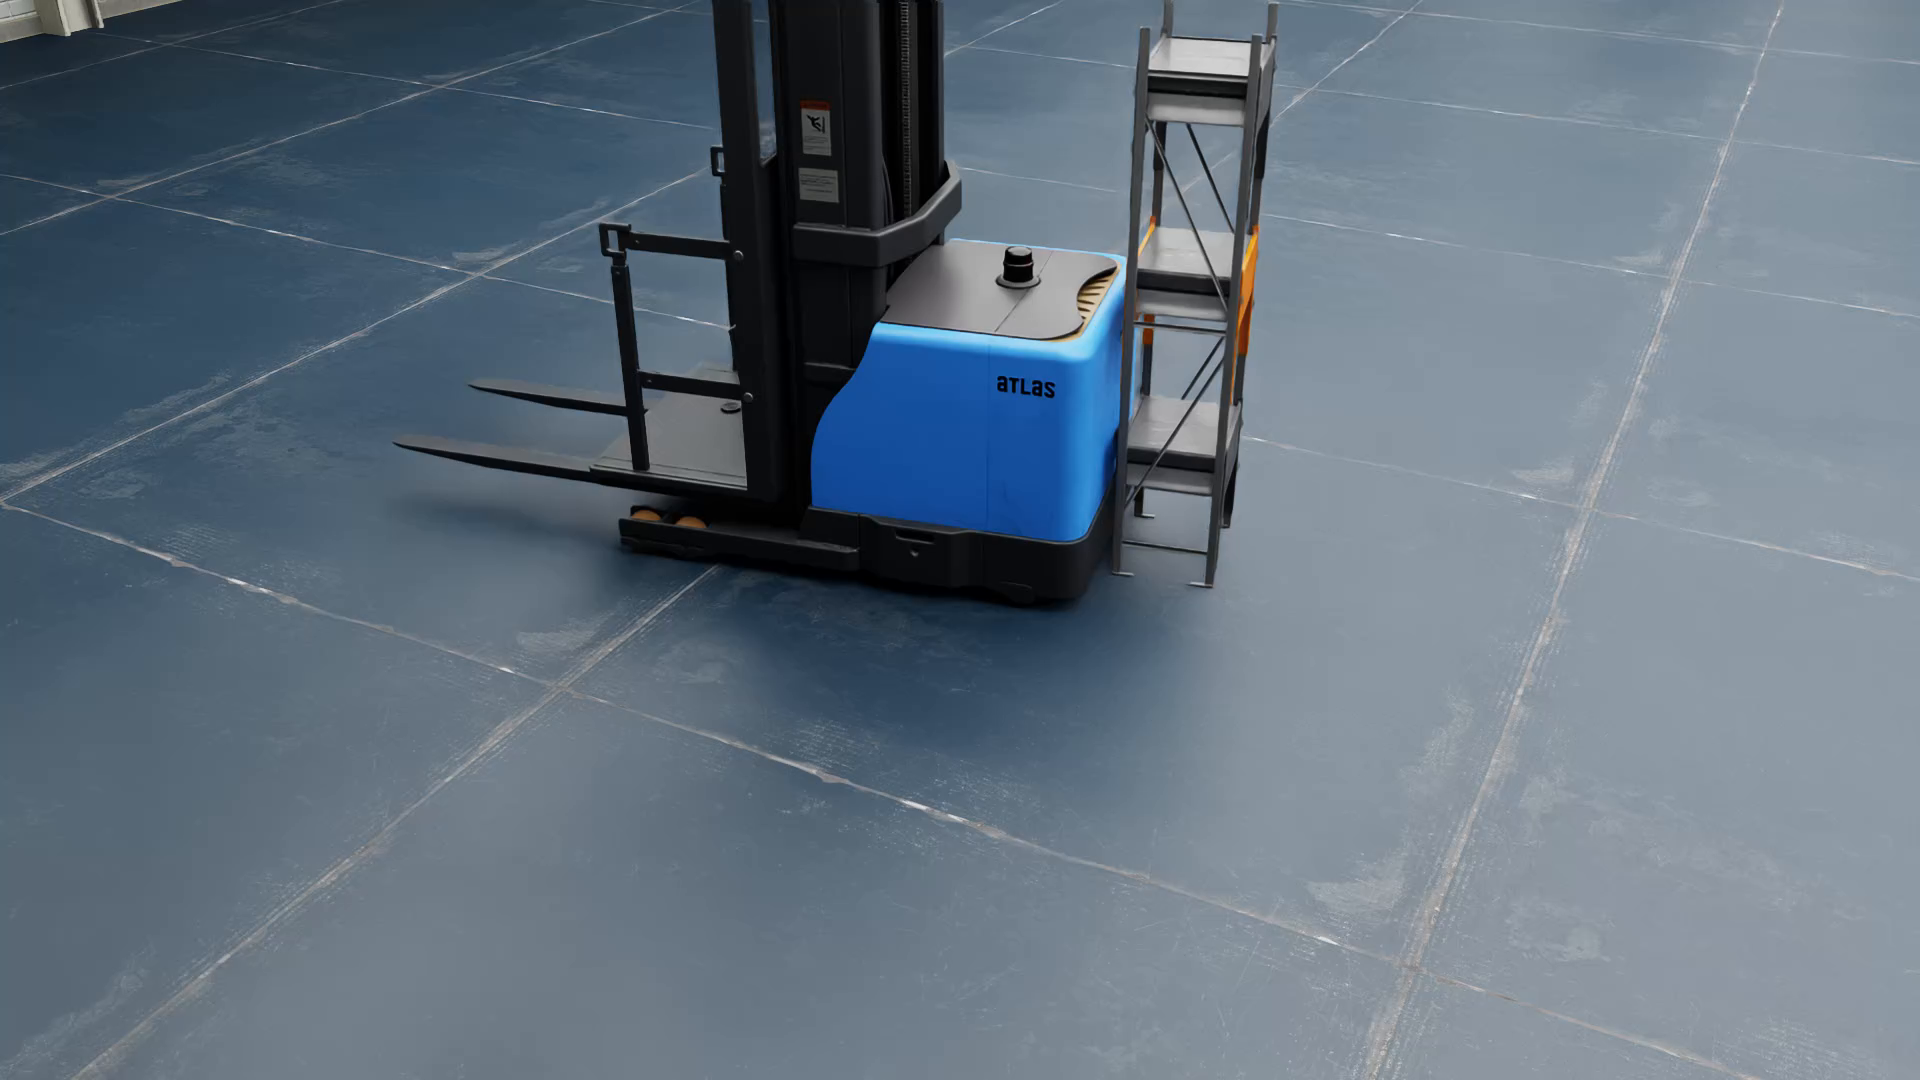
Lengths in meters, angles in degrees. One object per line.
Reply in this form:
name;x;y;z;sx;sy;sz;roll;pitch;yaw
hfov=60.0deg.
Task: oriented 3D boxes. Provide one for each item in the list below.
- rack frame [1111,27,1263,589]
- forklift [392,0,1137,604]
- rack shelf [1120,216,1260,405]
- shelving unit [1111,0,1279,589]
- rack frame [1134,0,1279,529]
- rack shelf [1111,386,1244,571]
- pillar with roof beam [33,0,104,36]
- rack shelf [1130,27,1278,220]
rack frame;0.787;-0.751;5.949;0.400;2.100;0.015;8;31;13
forklift;-0.854;-1.437;6.309;3.031;2.935;1.130;8;31;14
rack shelf;0.852;-0.856;6.160;0.431;0.518;0.480;8;31;13
shelving unit;0.852;-0.868;6.153;0.431;2.100;0.503;8;31;13
rack frame;0.918;-0.985;6.357;0.400;2.100;0.015;8;31;13
rack shelf;0.852;-0.249;6.508;0.431;0.518;0.480;8;31;13
pillar with roof beam;-3.898;-7.375;10.556;9.100;9.000;0.400;14;33;23
rack shelf;0.852;-1.463;5.811;0.431;0.518;0.480;8;31;13
